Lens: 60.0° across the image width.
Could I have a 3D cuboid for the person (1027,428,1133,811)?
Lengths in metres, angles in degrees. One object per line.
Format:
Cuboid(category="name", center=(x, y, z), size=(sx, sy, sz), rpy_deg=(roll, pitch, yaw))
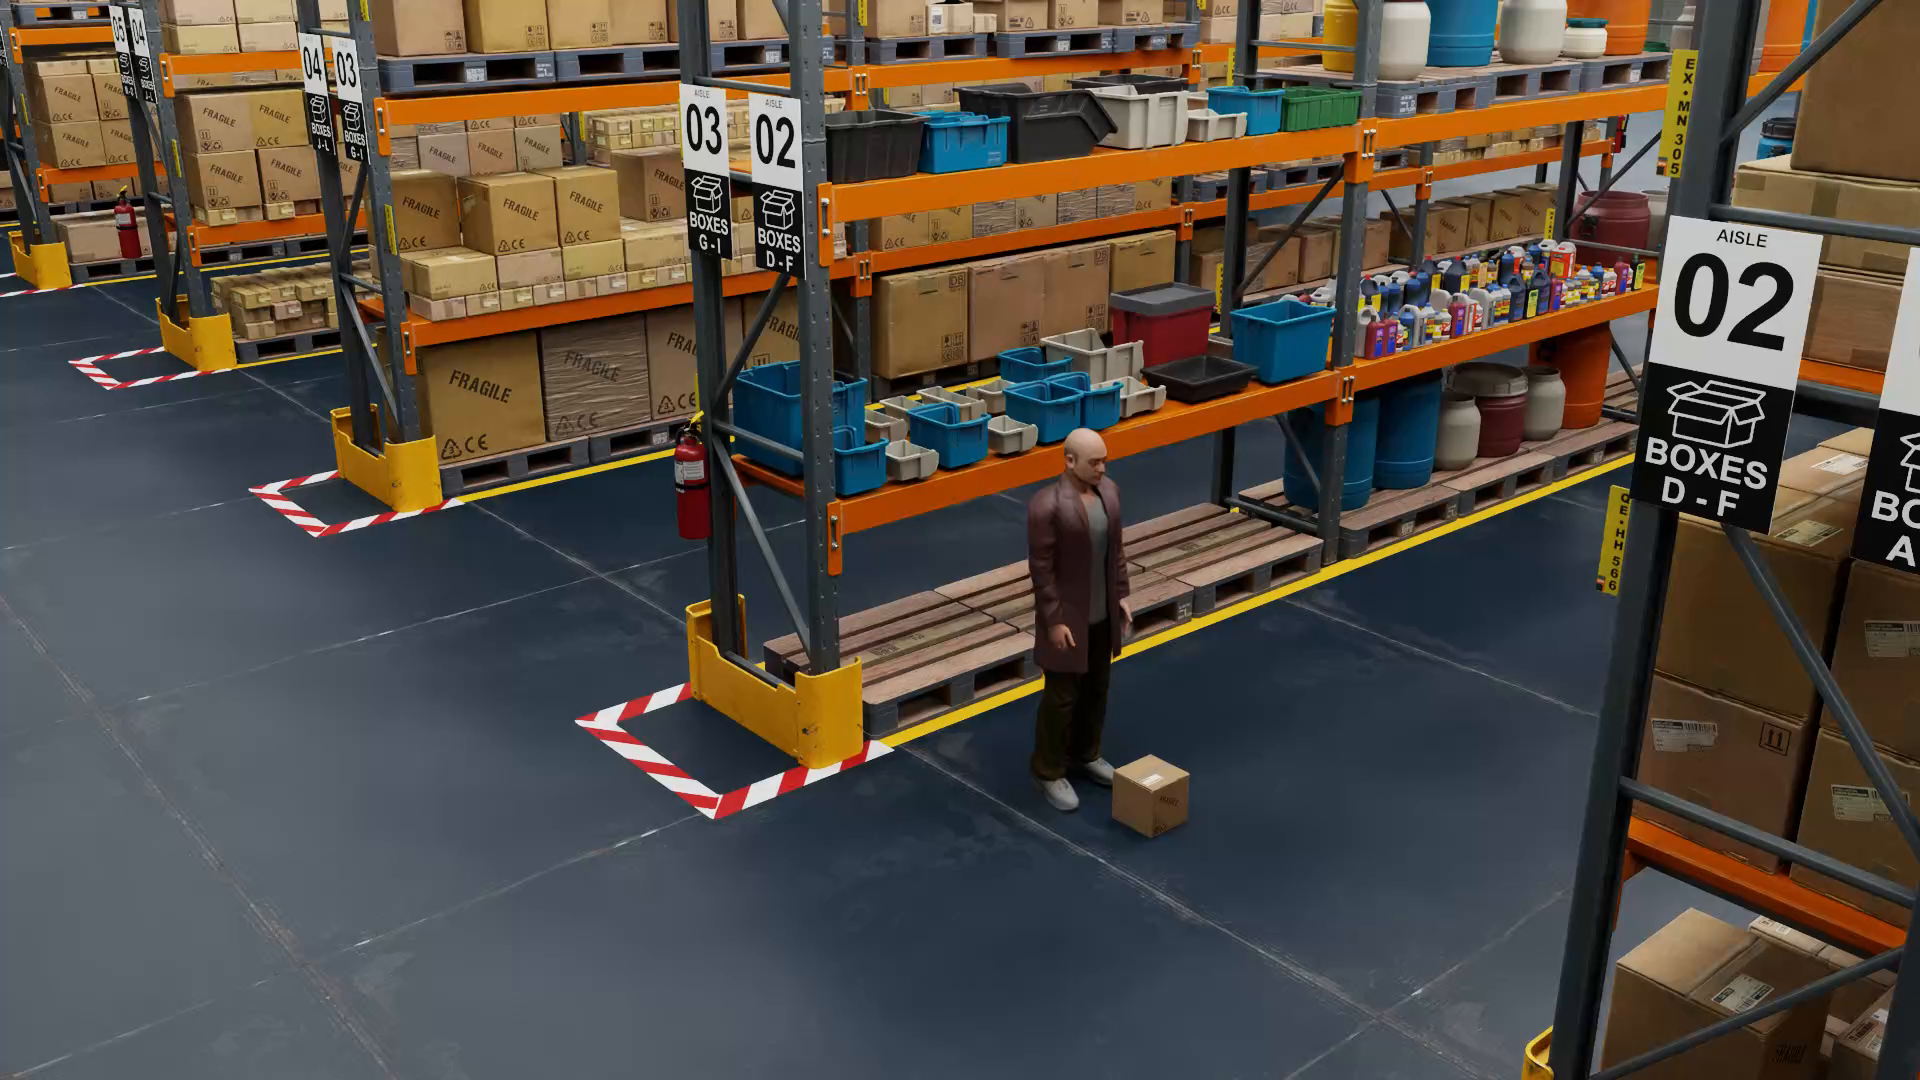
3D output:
Cuboid(category="person", center=(0.575, 0.346, 7.761), size=(0.565, 1.788, 0.410), rpy_deg=(-16, 26, -37))
